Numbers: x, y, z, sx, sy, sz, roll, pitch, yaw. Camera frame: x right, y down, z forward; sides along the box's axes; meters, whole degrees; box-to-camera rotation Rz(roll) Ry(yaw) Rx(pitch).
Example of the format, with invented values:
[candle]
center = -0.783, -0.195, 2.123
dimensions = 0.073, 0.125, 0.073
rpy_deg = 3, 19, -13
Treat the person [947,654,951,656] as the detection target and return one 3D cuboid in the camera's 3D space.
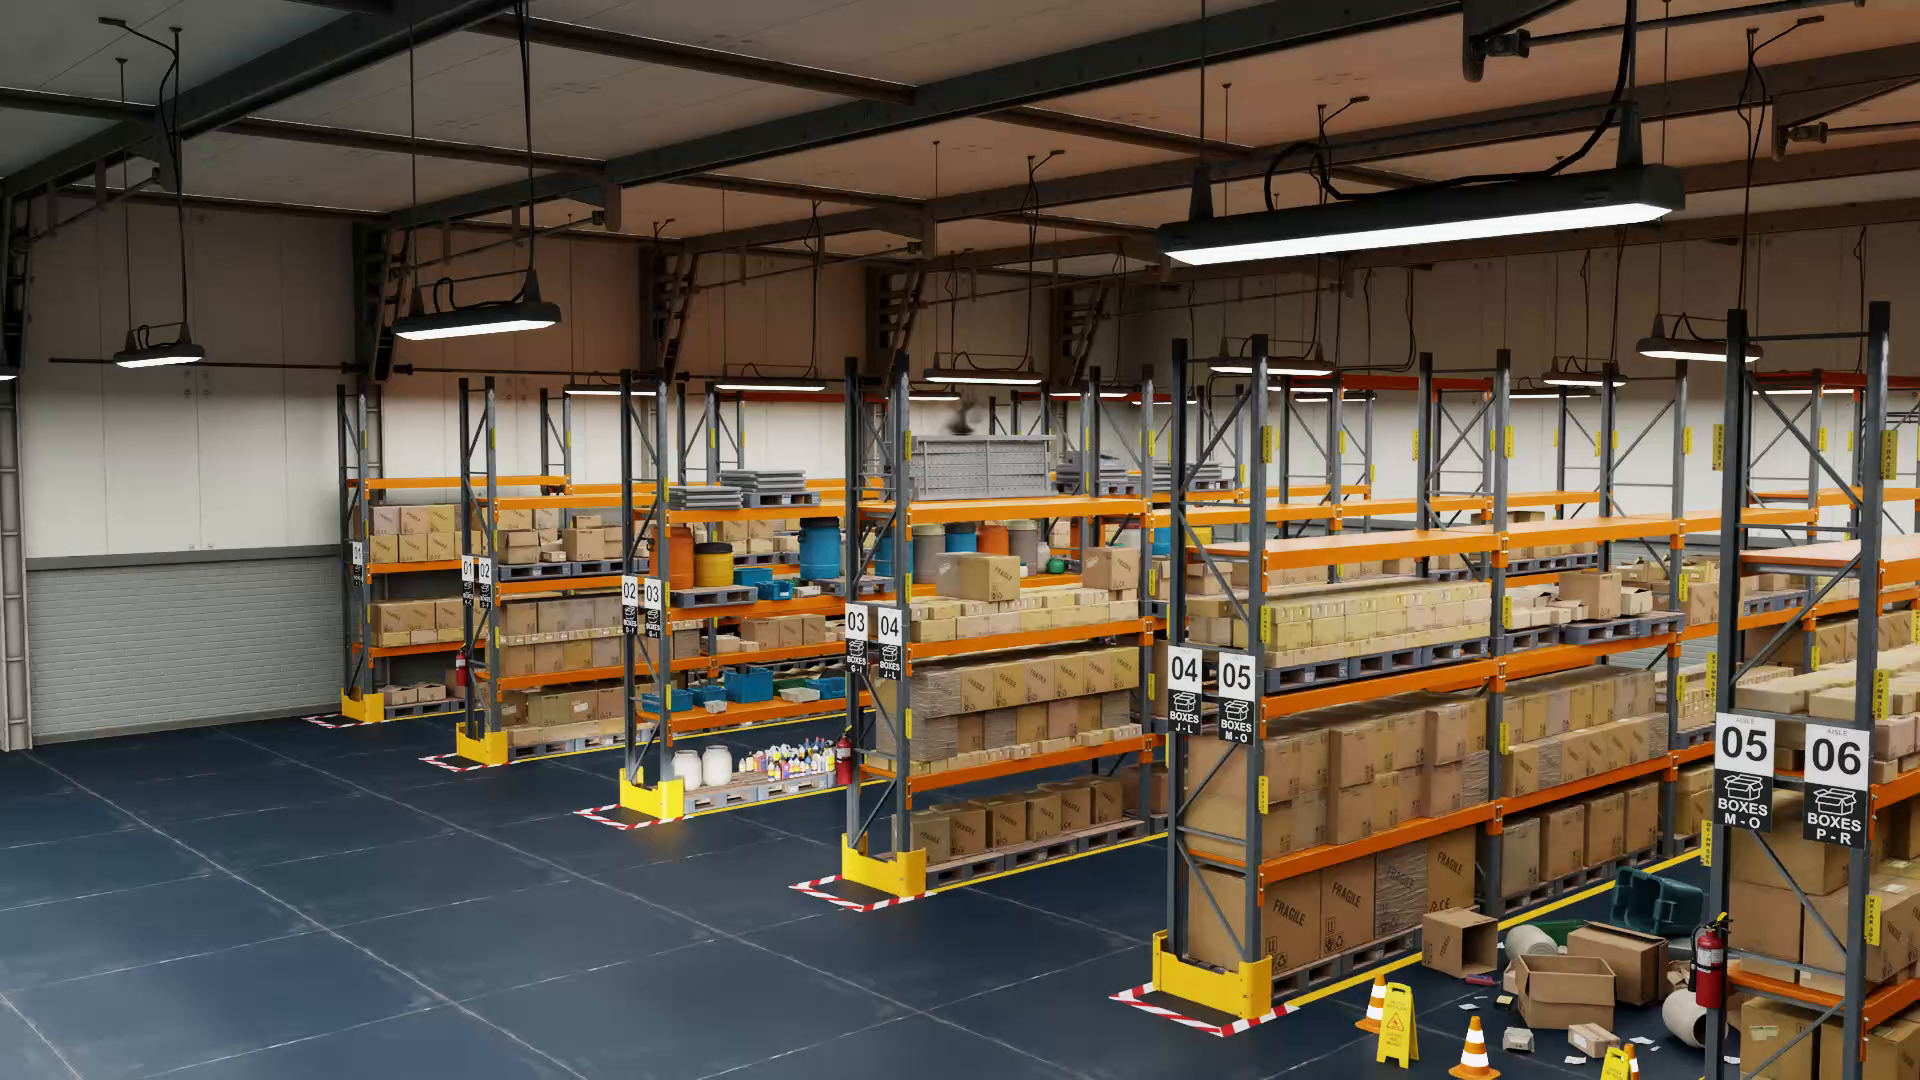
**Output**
[person]
center = -0.389, 2.435, 29.343
dimensions = 0.574, 1.602, 0.586
rpy_deg = 3, 5, 42
